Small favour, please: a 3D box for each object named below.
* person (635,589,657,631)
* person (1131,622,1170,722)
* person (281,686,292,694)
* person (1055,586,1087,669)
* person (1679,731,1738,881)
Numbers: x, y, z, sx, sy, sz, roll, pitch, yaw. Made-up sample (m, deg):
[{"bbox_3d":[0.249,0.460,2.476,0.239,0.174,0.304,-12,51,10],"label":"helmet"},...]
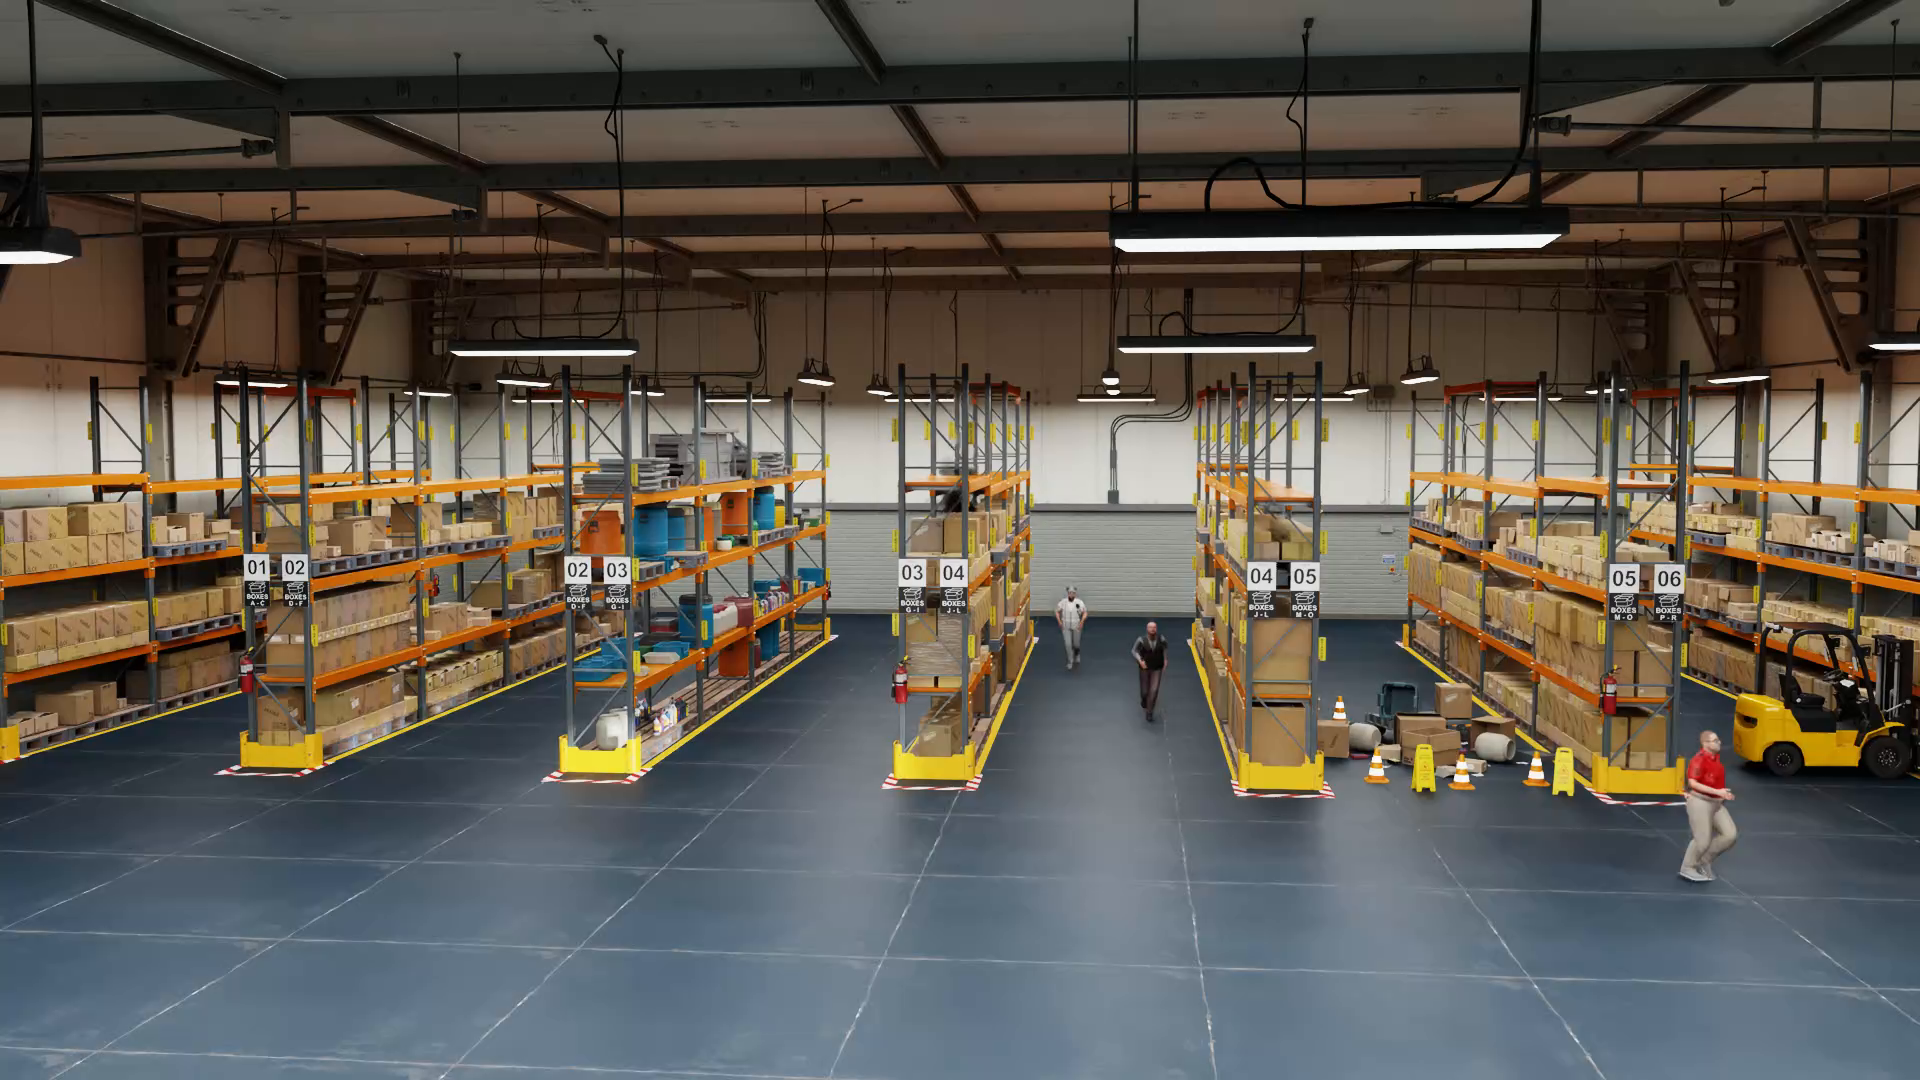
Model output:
[{"bbox_3d":[-7.891,1.546,41.677,0.527,1.585,0.580,2,4,24],"label":"person"},{"bbox_3d":[3.356,2.288,29.263,0.684,1.712,0.884,0,4,-1],"label":"person"},{"bbox_3d":[-11.953,2.268,29.480,0.518,1.696,0.887,0,4,-2],"label":"person"},{"bbox_3d":[2.368,1.851,35.612,0.682,1.757,0.605,0,4,6],"label":"person"},{"bbox_3d":[8.325,2.972,18.447,0.663,1.713,0.647,-3,5,-37],"label":"person"}]
